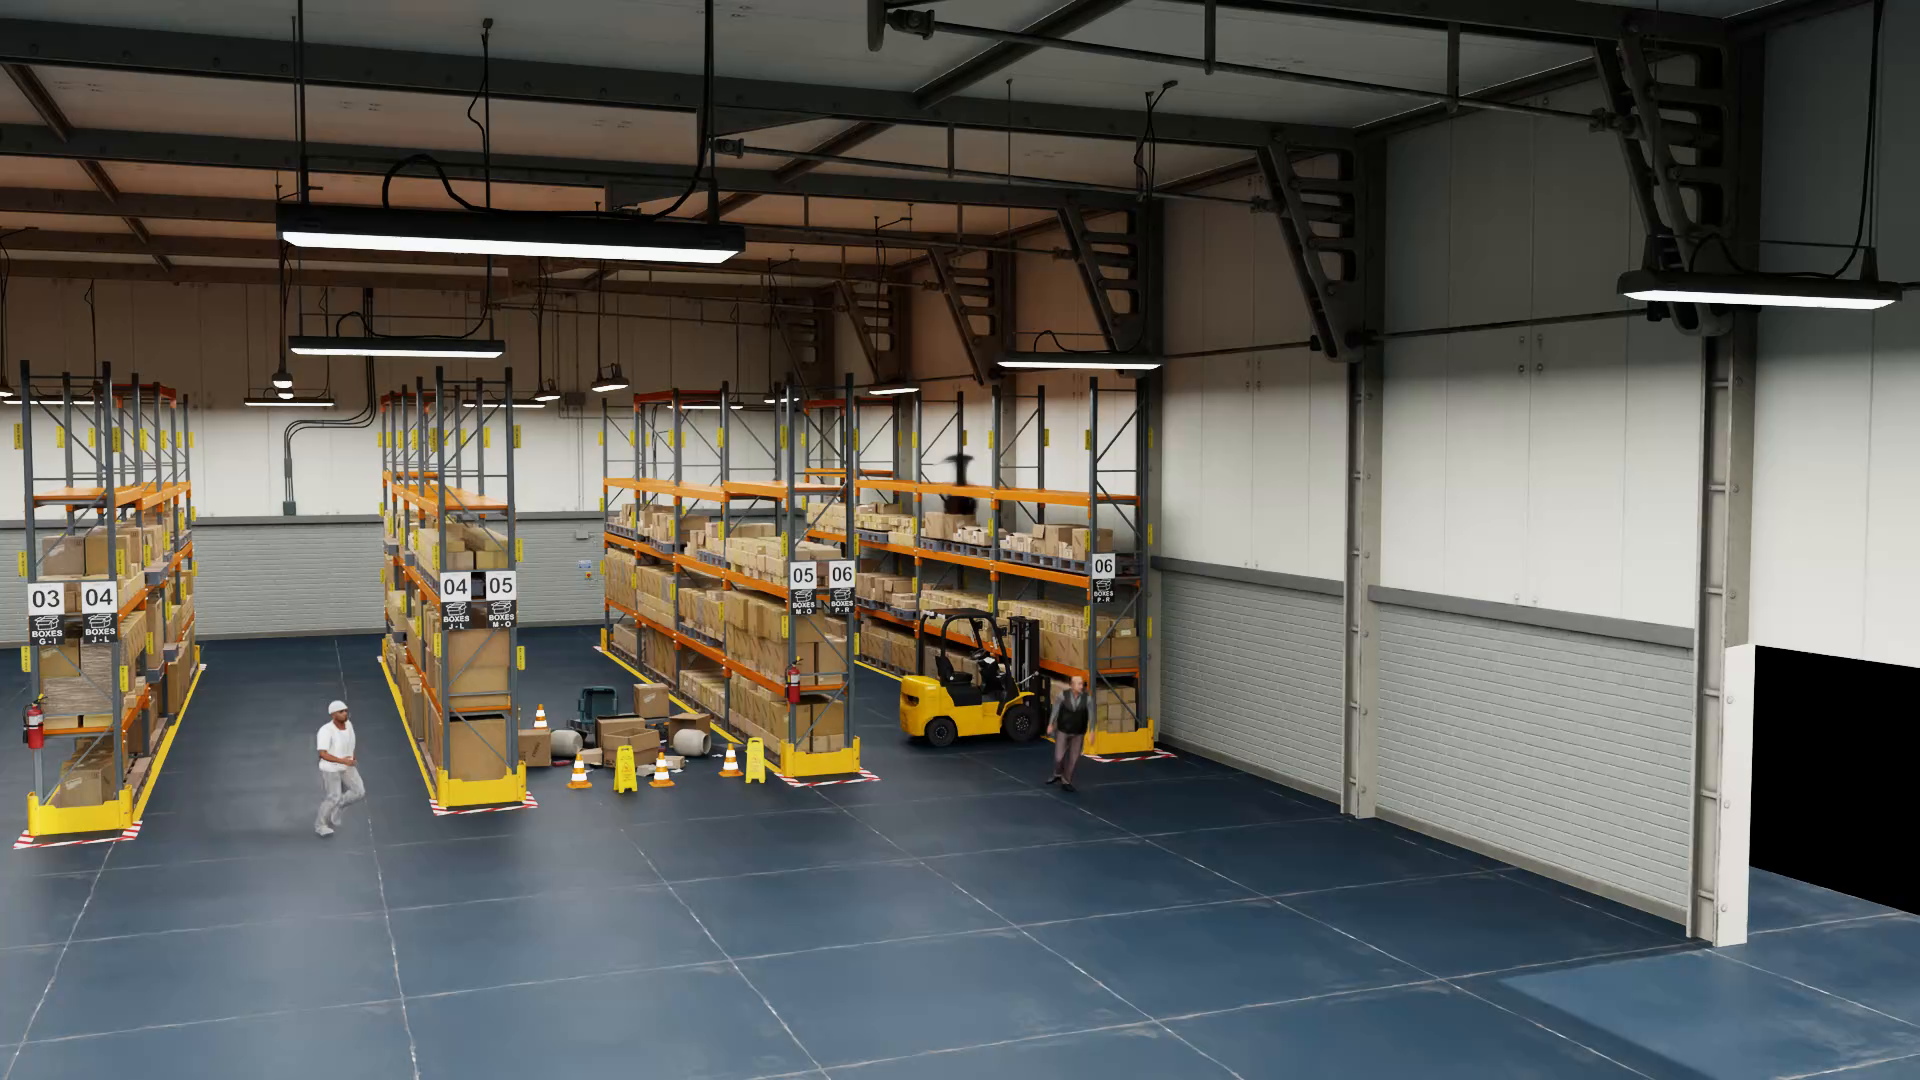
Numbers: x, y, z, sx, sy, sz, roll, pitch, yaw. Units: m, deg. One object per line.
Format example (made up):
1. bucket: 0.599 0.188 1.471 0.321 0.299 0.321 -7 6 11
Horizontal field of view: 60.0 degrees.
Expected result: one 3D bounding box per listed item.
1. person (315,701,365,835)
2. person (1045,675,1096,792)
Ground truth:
1. person: -7.828 2.870 21.027 0.729 1.705 0.733 1 4 23
2. person: 1.570 2.743 23.661 0.693 1.687 0.542 0 3 -5
